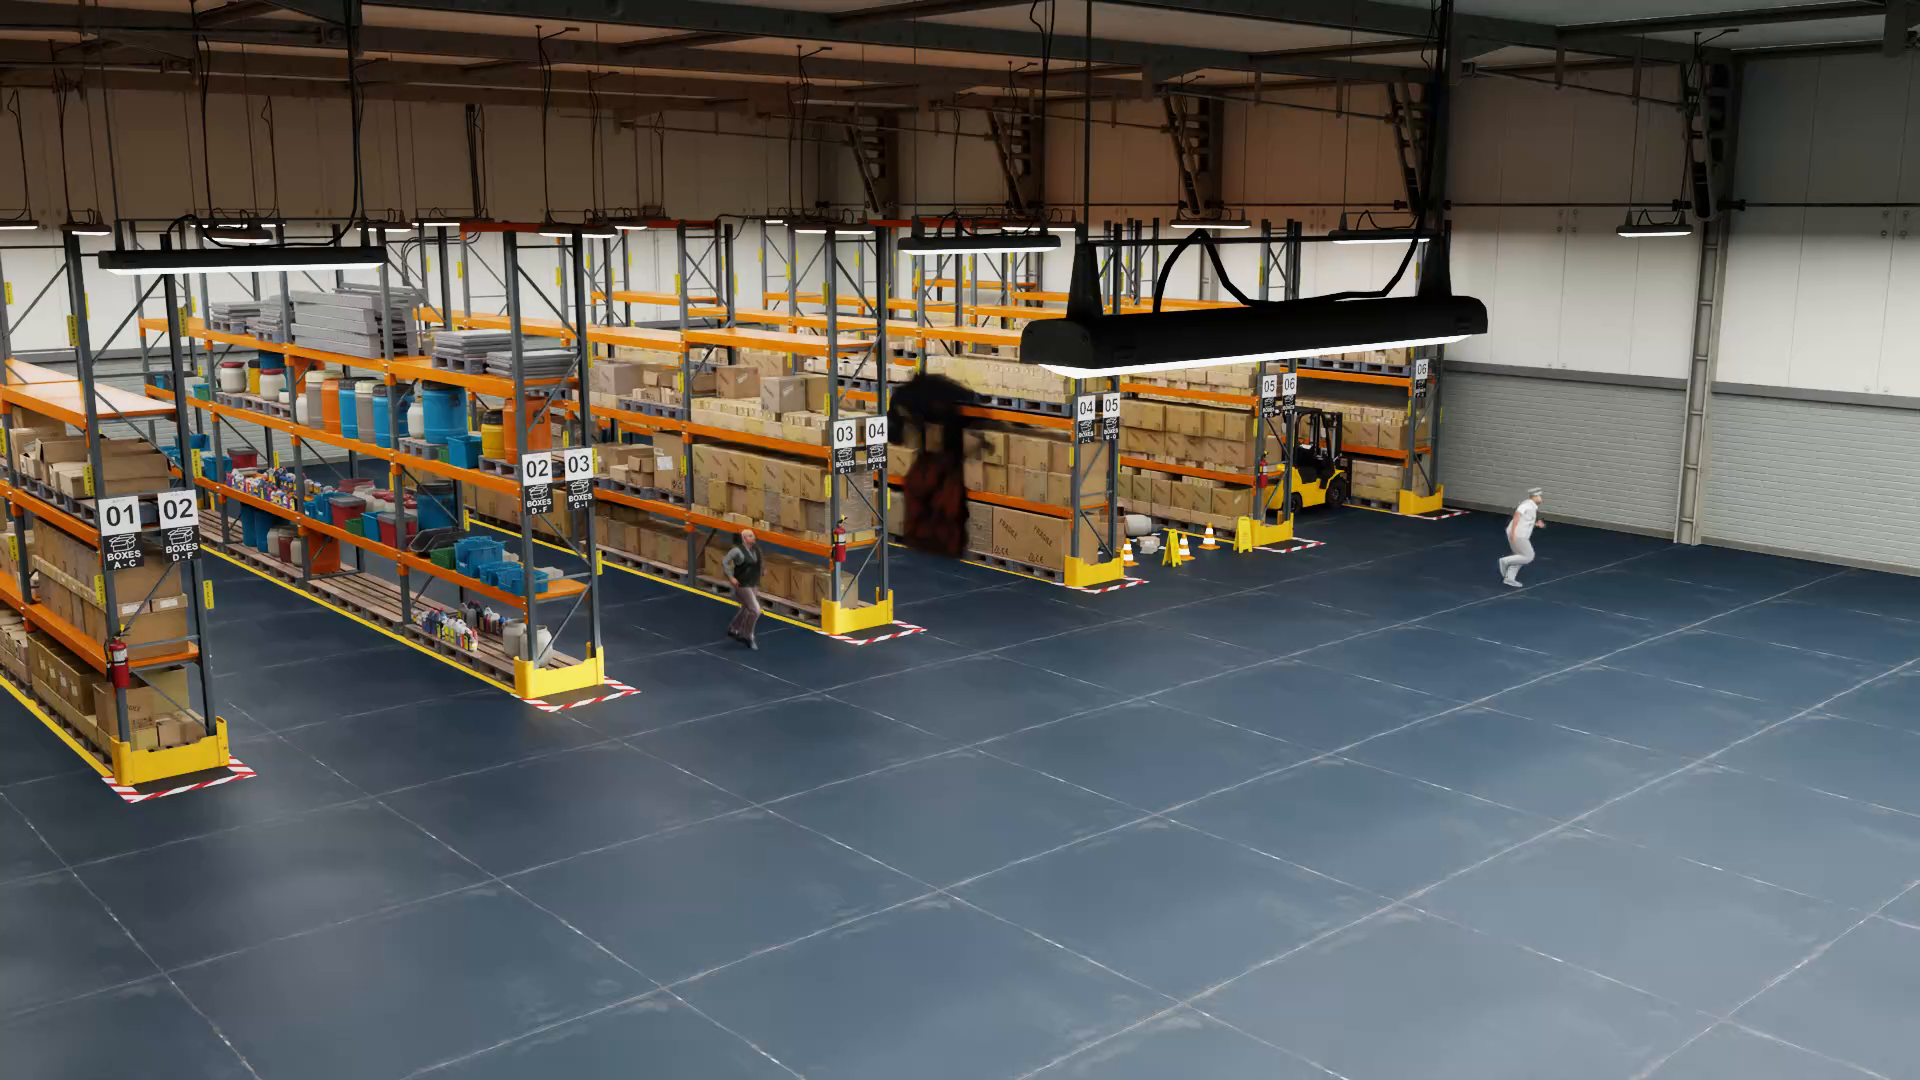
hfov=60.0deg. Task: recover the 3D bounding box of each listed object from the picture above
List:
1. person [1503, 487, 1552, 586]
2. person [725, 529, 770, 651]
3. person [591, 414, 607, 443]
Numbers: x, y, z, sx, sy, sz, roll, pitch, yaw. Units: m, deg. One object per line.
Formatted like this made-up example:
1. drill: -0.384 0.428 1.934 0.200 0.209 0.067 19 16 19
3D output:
1. person: 9.556 -0.062 27.922 0.737 1.697 0.649 2 12 8
2. person: -3.068 0.712 24.072 0.724 1.796 0.687 7 13 31
3. person: -8.955 -2.726 41.254 0.541 1.580 0.889 6 13 28
